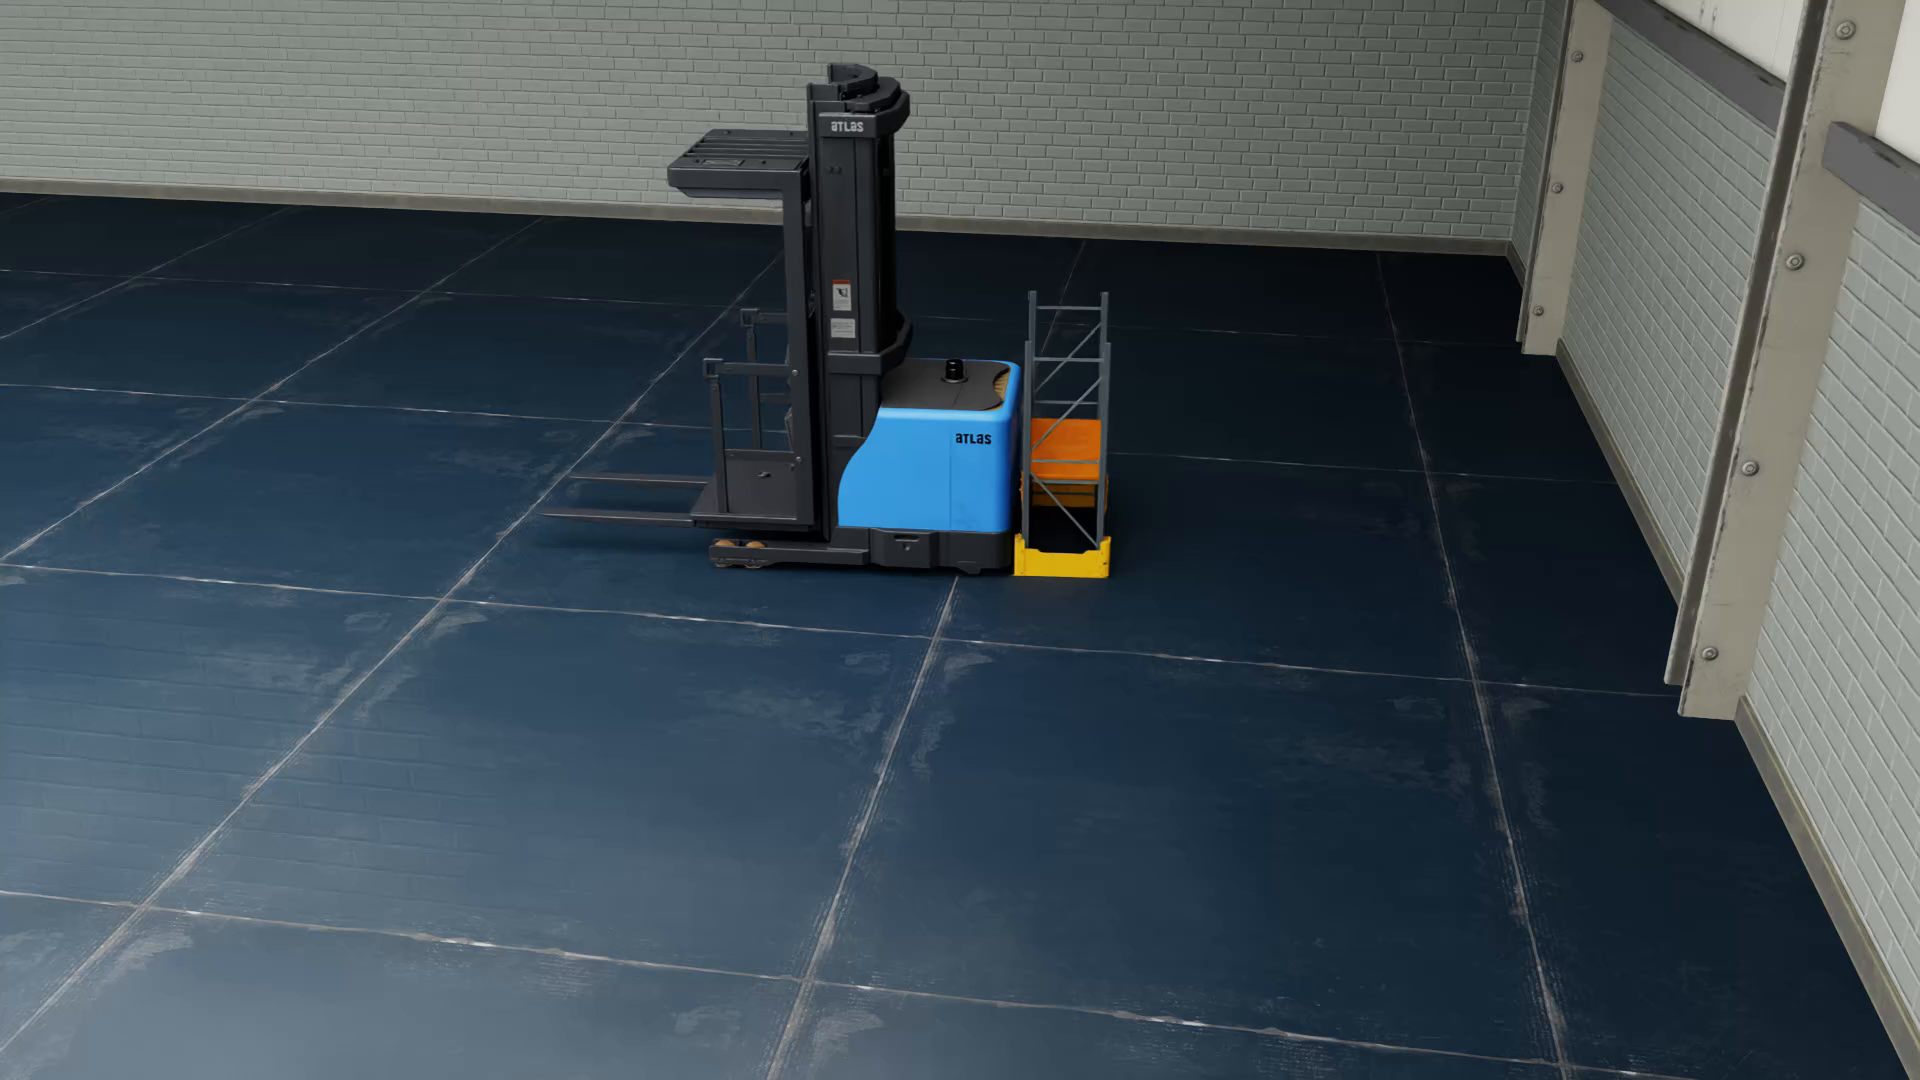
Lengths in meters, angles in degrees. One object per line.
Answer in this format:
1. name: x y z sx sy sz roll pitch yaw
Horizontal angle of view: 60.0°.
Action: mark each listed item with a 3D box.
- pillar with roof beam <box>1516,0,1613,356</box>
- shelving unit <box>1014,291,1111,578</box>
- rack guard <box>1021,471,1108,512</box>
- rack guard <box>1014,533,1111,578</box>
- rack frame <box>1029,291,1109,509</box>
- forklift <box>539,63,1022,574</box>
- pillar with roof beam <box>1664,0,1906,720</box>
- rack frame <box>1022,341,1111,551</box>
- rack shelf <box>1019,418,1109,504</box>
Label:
1. pillar with roof beam: 0.713 -6.028 13.014 9.100 9.000 0.400 4 25 9
2. shelving unit: 0.661 -0.679 10.431 0.587 1.500 1.083 2 25 3
3. rack guard: 0.693 -0.323 11.146 0.587 0.250 0.087 2 25 3
4. rack guard: 0.629 0.098 10.246 0.587 0.250 0.087 2 25 3
5. rack frame: 0.695 -0.898 10.899 0.500 1.500 0.032 2 25 3
6. forklift: -1.144 -1.367 10.213 3.031 2.935 1.130 2 25 5
7. pillar with roof beam: -0.267 -3.519 7.653 9.100 9.000 0.400 4 25 9
8. rack frame: 0.629 -0.468 9.980 0.500 1.500 0.032 2 25 3
9. rack shelf: 0.662 -0.520 10.515 0.538 0.185 1.000 2 25 3
